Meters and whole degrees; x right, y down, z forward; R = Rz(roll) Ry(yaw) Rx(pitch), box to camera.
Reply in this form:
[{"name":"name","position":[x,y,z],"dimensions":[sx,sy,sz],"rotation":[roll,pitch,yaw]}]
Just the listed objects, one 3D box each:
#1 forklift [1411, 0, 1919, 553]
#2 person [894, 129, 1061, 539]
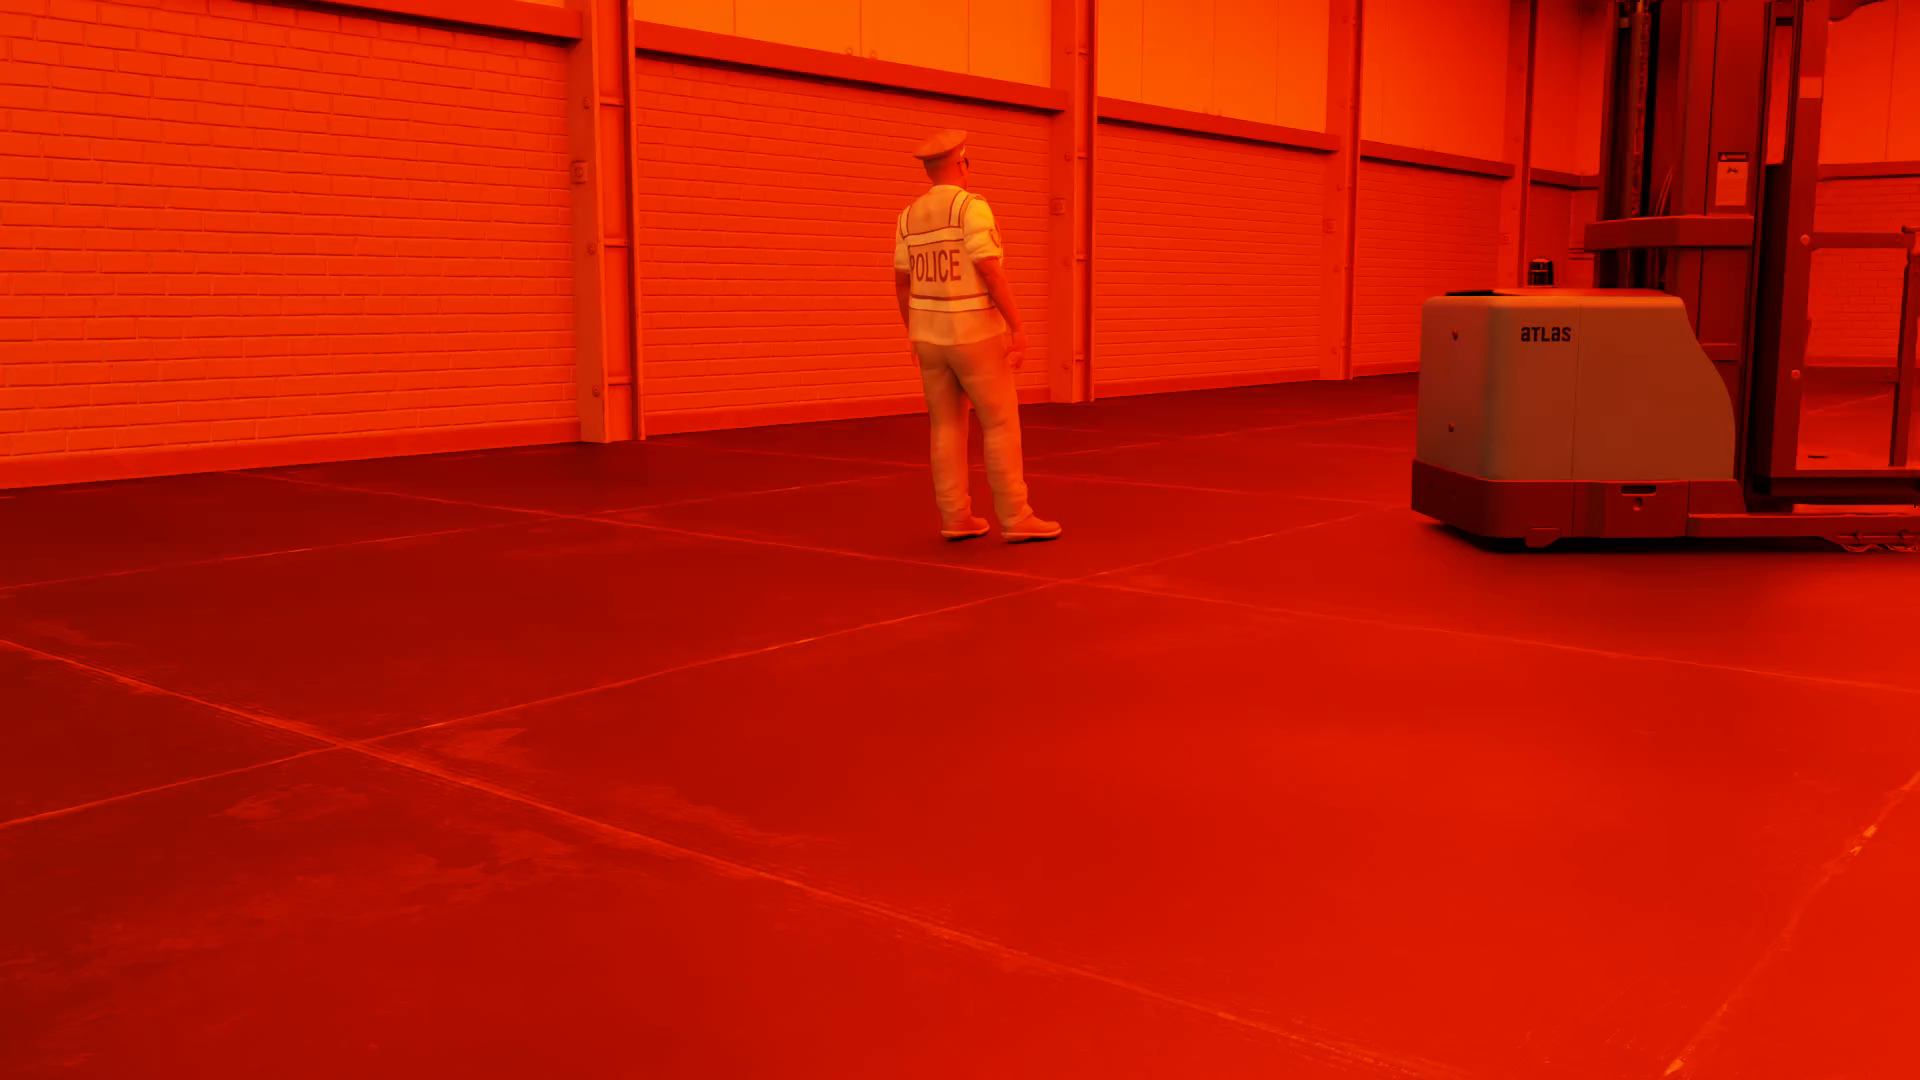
[{"name":"forklift","position":[3.677,-1.473,7.349],"dimensions":[3.031,2.935,1.130],"rotation":[0,8,-3]},{"name":"person","position":[0.058,-0.898,7.328],"dimensions":[0.641,1.781,0.574],"rotation":[7,11,38]}]
